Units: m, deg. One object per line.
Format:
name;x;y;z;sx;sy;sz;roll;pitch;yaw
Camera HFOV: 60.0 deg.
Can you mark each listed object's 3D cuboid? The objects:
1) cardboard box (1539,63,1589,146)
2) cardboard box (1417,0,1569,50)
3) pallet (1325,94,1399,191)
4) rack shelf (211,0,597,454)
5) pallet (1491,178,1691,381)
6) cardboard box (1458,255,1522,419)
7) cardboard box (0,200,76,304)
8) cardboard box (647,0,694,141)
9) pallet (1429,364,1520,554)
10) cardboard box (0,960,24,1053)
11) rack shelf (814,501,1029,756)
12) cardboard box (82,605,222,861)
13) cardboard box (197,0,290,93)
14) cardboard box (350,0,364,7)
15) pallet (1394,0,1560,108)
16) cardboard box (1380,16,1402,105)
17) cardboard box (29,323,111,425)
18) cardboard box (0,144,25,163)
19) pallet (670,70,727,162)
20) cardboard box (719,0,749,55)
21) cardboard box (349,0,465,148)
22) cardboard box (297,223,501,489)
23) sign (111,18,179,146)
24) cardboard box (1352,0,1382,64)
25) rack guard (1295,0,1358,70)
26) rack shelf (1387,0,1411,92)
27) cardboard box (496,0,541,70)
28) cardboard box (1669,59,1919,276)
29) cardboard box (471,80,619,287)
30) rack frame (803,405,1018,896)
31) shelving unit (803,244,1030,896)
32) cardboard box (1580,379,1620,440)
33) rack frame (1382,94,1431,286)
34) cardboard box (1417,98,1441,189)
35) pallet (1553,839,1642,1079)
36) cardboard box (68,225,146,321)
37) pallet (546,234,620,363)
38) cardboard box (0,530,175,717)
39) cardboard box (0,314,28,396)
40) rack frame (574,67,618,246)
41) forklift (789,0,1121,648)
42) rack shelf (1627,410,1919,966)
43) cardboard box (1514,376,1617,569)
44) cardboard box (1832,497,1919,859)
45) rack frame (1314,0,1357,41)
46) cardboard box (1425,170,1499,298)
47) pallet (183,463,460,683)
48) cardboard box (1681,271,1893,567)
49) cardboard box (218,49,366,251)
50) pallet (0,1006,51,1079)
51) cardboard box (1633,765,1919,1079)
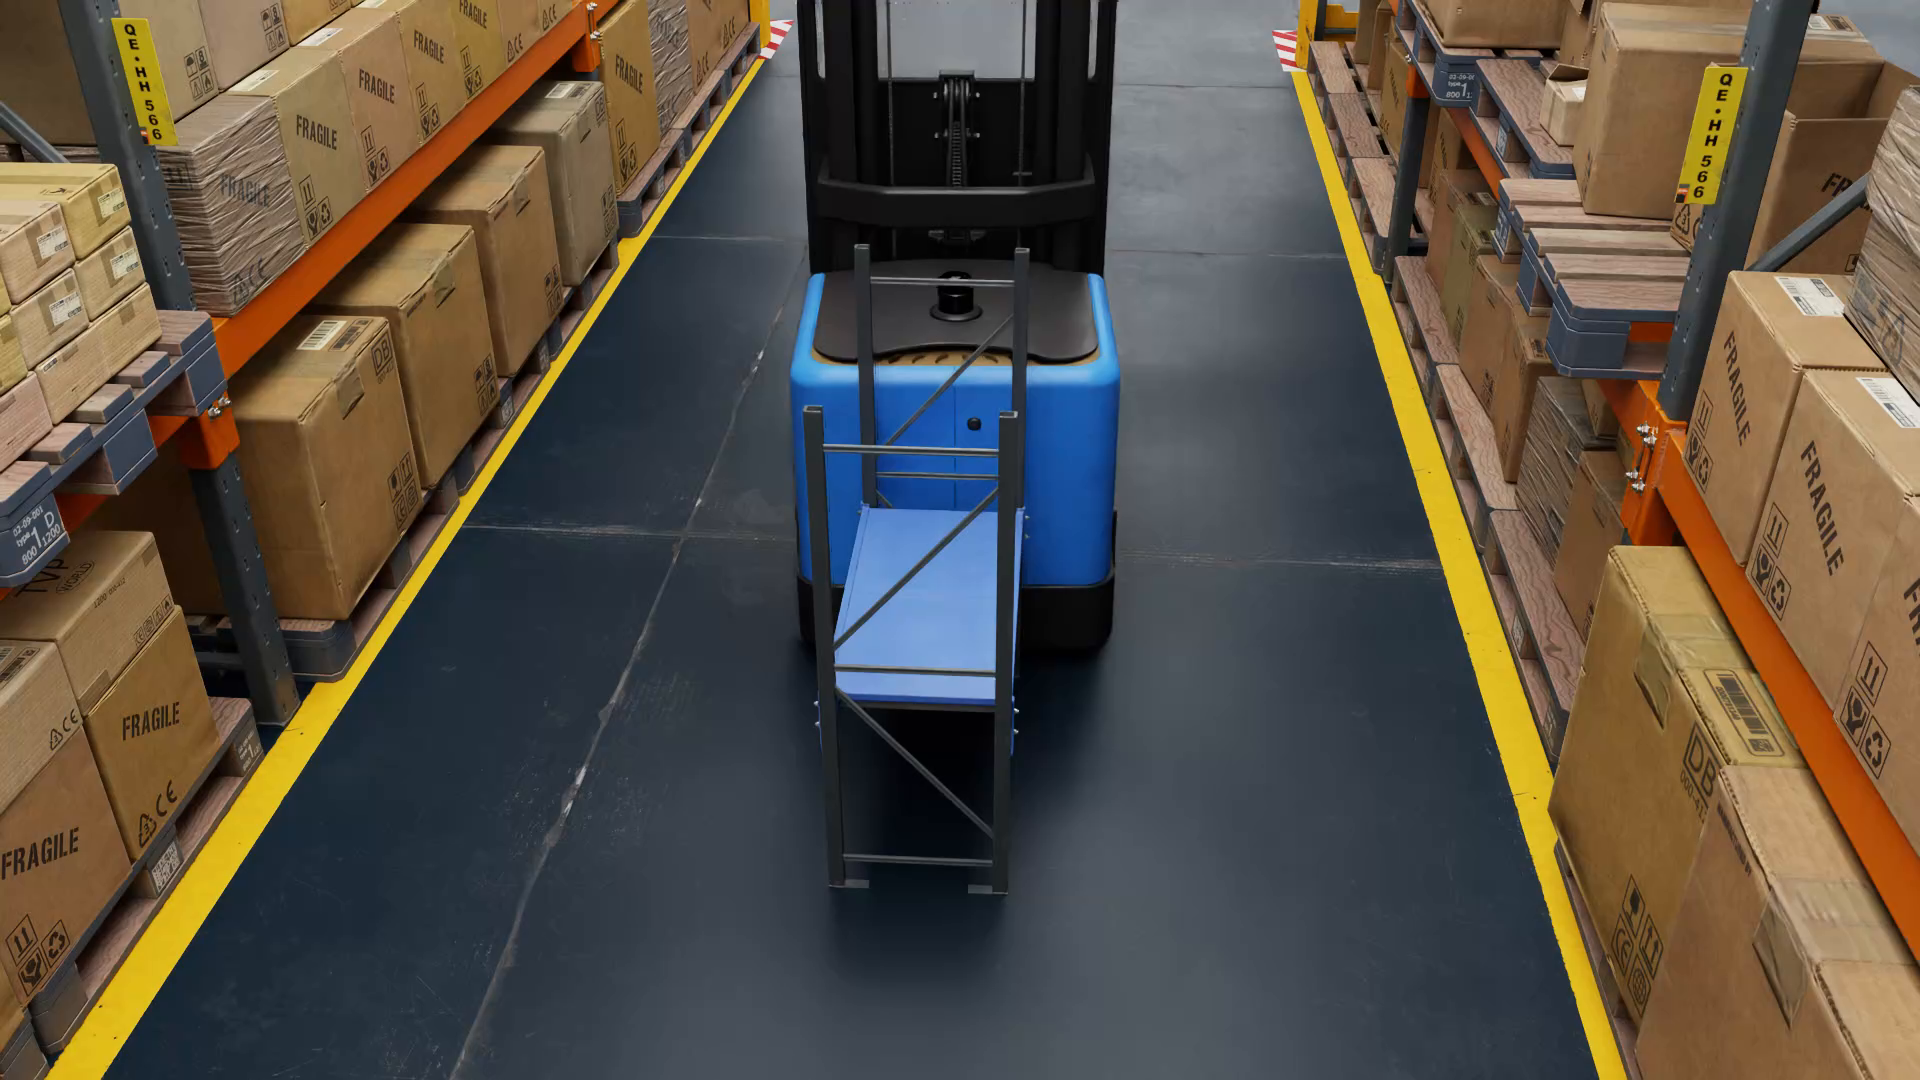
cardboard box;2.169;-1.471;5.505;0.396;0.266;0.258;2;32;3
cardboard box;2.424;-2.582;6.609;1.000;1.000;1.000;3;32;4
pallet;2.744;-2.363;9.883;1.003;0.211;1.213;2;32;4
rack shelf;-2.470;-1.470;6.462;1.077;0.370;4.000;2;32;4
pallet;2.254;-0.761;4.809;1.213;0.211;1.003;2;32;4
cardboard box;2.454;-0.819;6.683;0.700;0.500;0.500;0;32;0
cardboard box;-2.239;-0.648;3.715;0.380;0.149;0.250;2;32;3
cardboard box;-2.117;-2.894;9.711;0.875;0.875;0.875;3;32;4
pallet;2.469;-0.323;6.574;1.003;0.211;1.213;2;32;4
cardboard box;-2.499;1.059;3.655;0.500;0.500;0.500;1;32;2
rack shelf;-0.084;0.225;4.797;0.538;0.185;1.000;2;32;3
cardboard box;-2.426;0.510;4.545;0.500;0.500;0.500;2;32;4
cardboard box;-2.547;-1.698;5.097;0.700;0.500;0.500;2;32;3
cardboard box;-2.466;-2.233;5.966;0.700;0.500;0.500;2;32;3
pallet;2.421;-2.082;6.953;1.003;0.211;1.213;2;32;4
cardboard box;2.802;-2.797;9.912;0.500;0.500;0.500;5;32;9
cardboard box;-2.237;-0.395;3.871;0.380;0.149;0.250;2;32;4
cardboard box;-2.864;-1.020;4.951;0.500;0.500;0.500;2;32;4
pallet;-2.071;-2.669;10.380;1.003;0.211;1.213;2;32;4
cardboard box;-1.971;-3.830;11.231;0.875;0.875;0.875;3;32;4
cardboard box;-2.204;-1.786;6.194;0.500;0.500;0.500;2;32;3
cardboard box;-2.426;-0.723;6.309;1.050;0.750;0.750;3;32;5
sign;-2.091;-1.171;4.264;0.100;0.325;0.005;2;32;4
cardboard box;2.886;-3.438;10.952;0.500;0.500;0.500;8;33;13
rack guard;2.948;-3.545;11.526;1.175;0.500;0.348;2;32;4
rack shelf;2.791;-3.297;9.426;1.077;0.370;4.000;2;32;4
cardboard box;-2.124;-2.316;7.054;0.500;0.500;0.500;2;32;3
cardboard box;2.306;-0.971;4.471;0.500;0.500;0.500;-1;32;-2
cardboard box;-2.268;-1.715;7.917;1.050;0.750;0.750;2;32;4
rack frame;-0.116;0.339;4.271;0.500;1.500;0.032;2;32;3
shelving unit;-0.084;0.072;4.703;0.538;1.500;1.048;2;32;3
cardboard box;2.360;-0.538;5.512;0.500;0.250;0.500;6;32;10
rack frame;2.628;-2.557;7.541;1.000;3.000;0.127;2;32;4
cardboard box;2.740;-2.179;8.909;0.500;0.500;0.500;13;34;19
pallet;2.163;1.130;4.215;1.003;0.211;1.213;2;32;4
cardboard box;-2.219;-0.651;4.003;0.380;0.149;0.250;3;32;5
pallet;-2.295;-1.228;8.042;1.003;0.211;1.213;2;32;4
cardboard box;-2.427;0.205;4.327;0.500;0.250;0.500;2;32;3
cardboard box;-2.258;-0.374;3.553;0.380;0.149;0.250;3;32;5
rack frame;-2.307;-2.822;7.970;1.000;3.000;0.127;2;32;4
forklift;-0.011;-1.623;6.090;1.130;2.935;3.031;0;32;0
rack shelf;2.140;0.886;2.638;1.077;0.370;4.000;2;32;4
cardboard box;2.369;-0.231;5.728;0.700;0.500;0.500;0;32;0
cardboard box;1.914;0.272;2.854;0.500;0.500;0.500;2;32;3
rack frame;2.954;-4.649;10.935;1.000;3.000;0.127;2;32;4
cardboard box;2.557;-1.360;7.562;0.700;0.500;0.500;0;32;0
pallet;-2.494;0.048;5.971;1.003;0.211;1.213;2;32;4
cardboard box;1.992;-0.266;3.727;0.500;0.500;0.500;3;32;5
cardboard box;-2.289;-1.262;5.344;0.500;0.500;0.500;2;32;4
pallet;-2.800;1.501;3.612;1.003;0.211;1.213;2;32;4
cardboard box;2.145;1.086;3.254;1.225;0.875;0.875;3;32;4
